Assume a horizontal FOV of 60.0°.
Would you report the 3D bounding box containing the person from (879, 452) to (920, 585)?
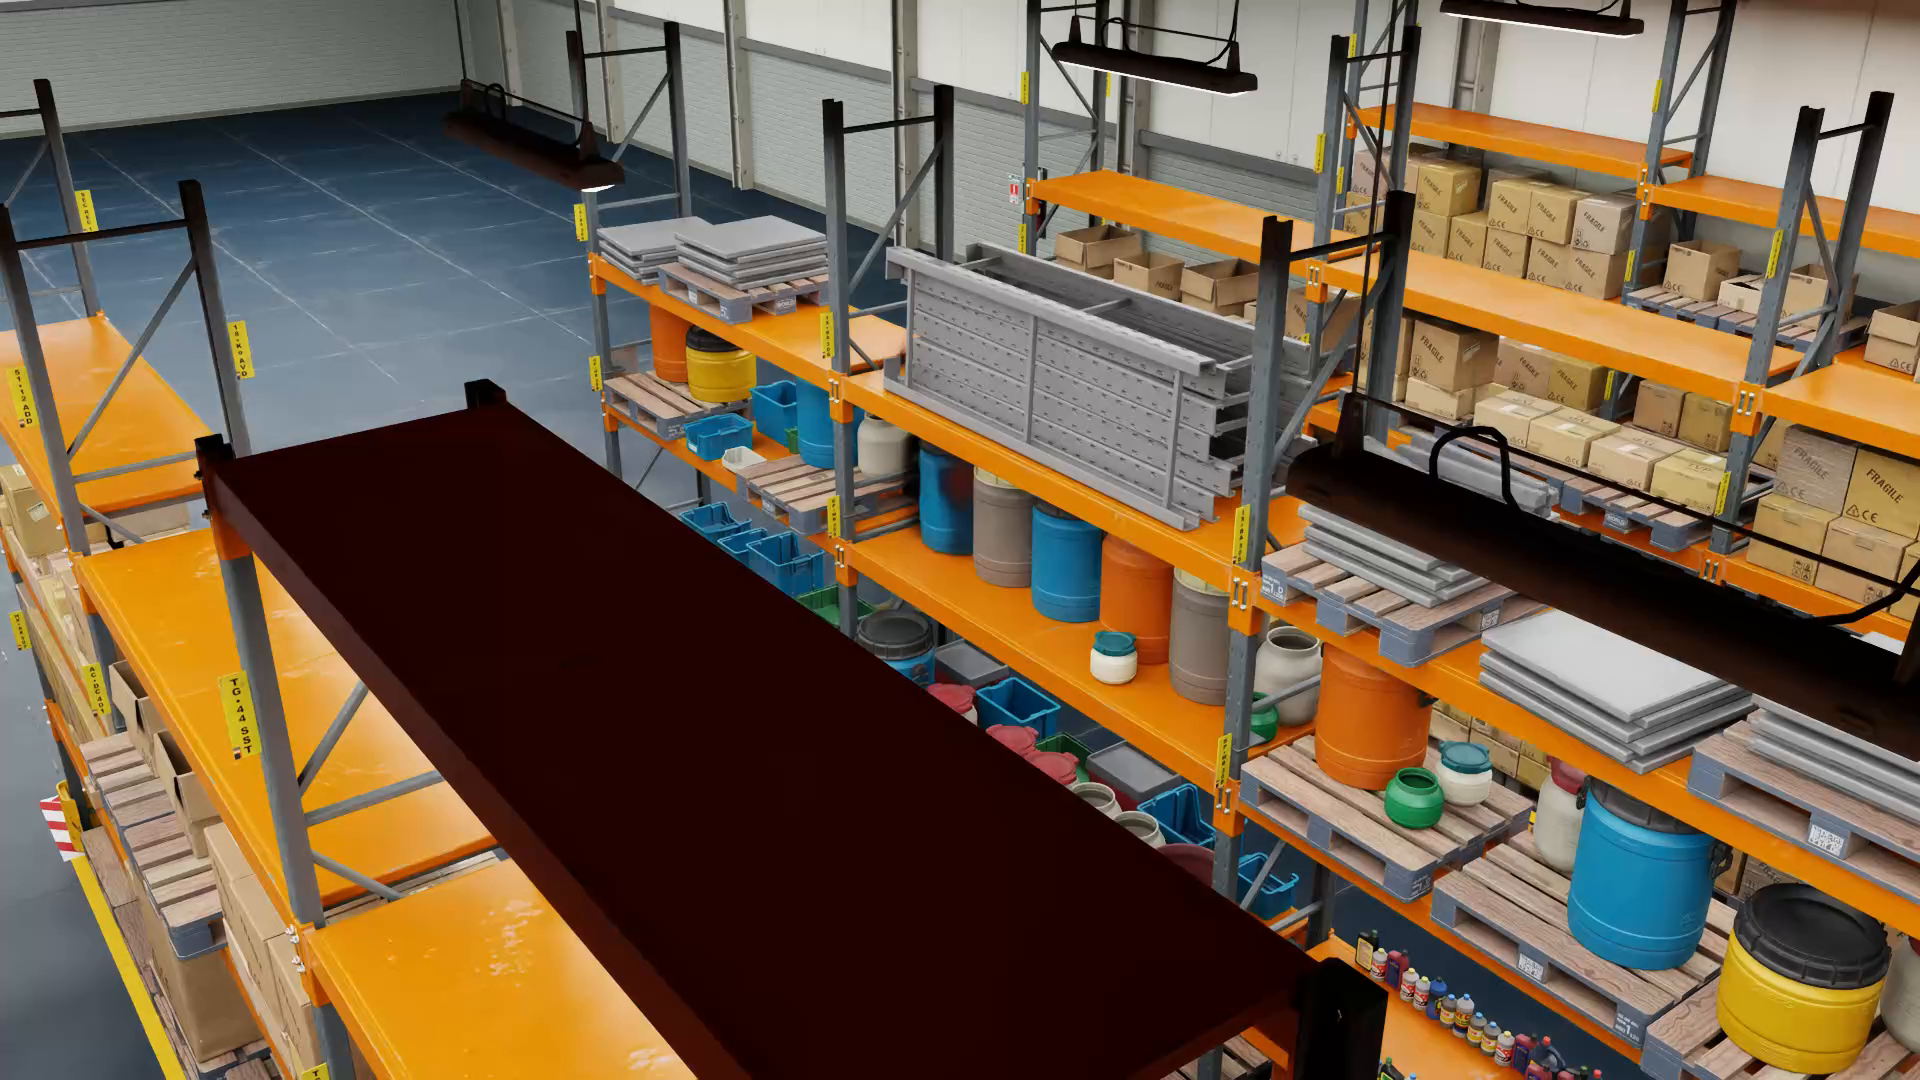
[{"bbox_3d":[-0.585,-0.297,16.997,0.646,1.789,0.495,21,32,38],"label":"person"}]
